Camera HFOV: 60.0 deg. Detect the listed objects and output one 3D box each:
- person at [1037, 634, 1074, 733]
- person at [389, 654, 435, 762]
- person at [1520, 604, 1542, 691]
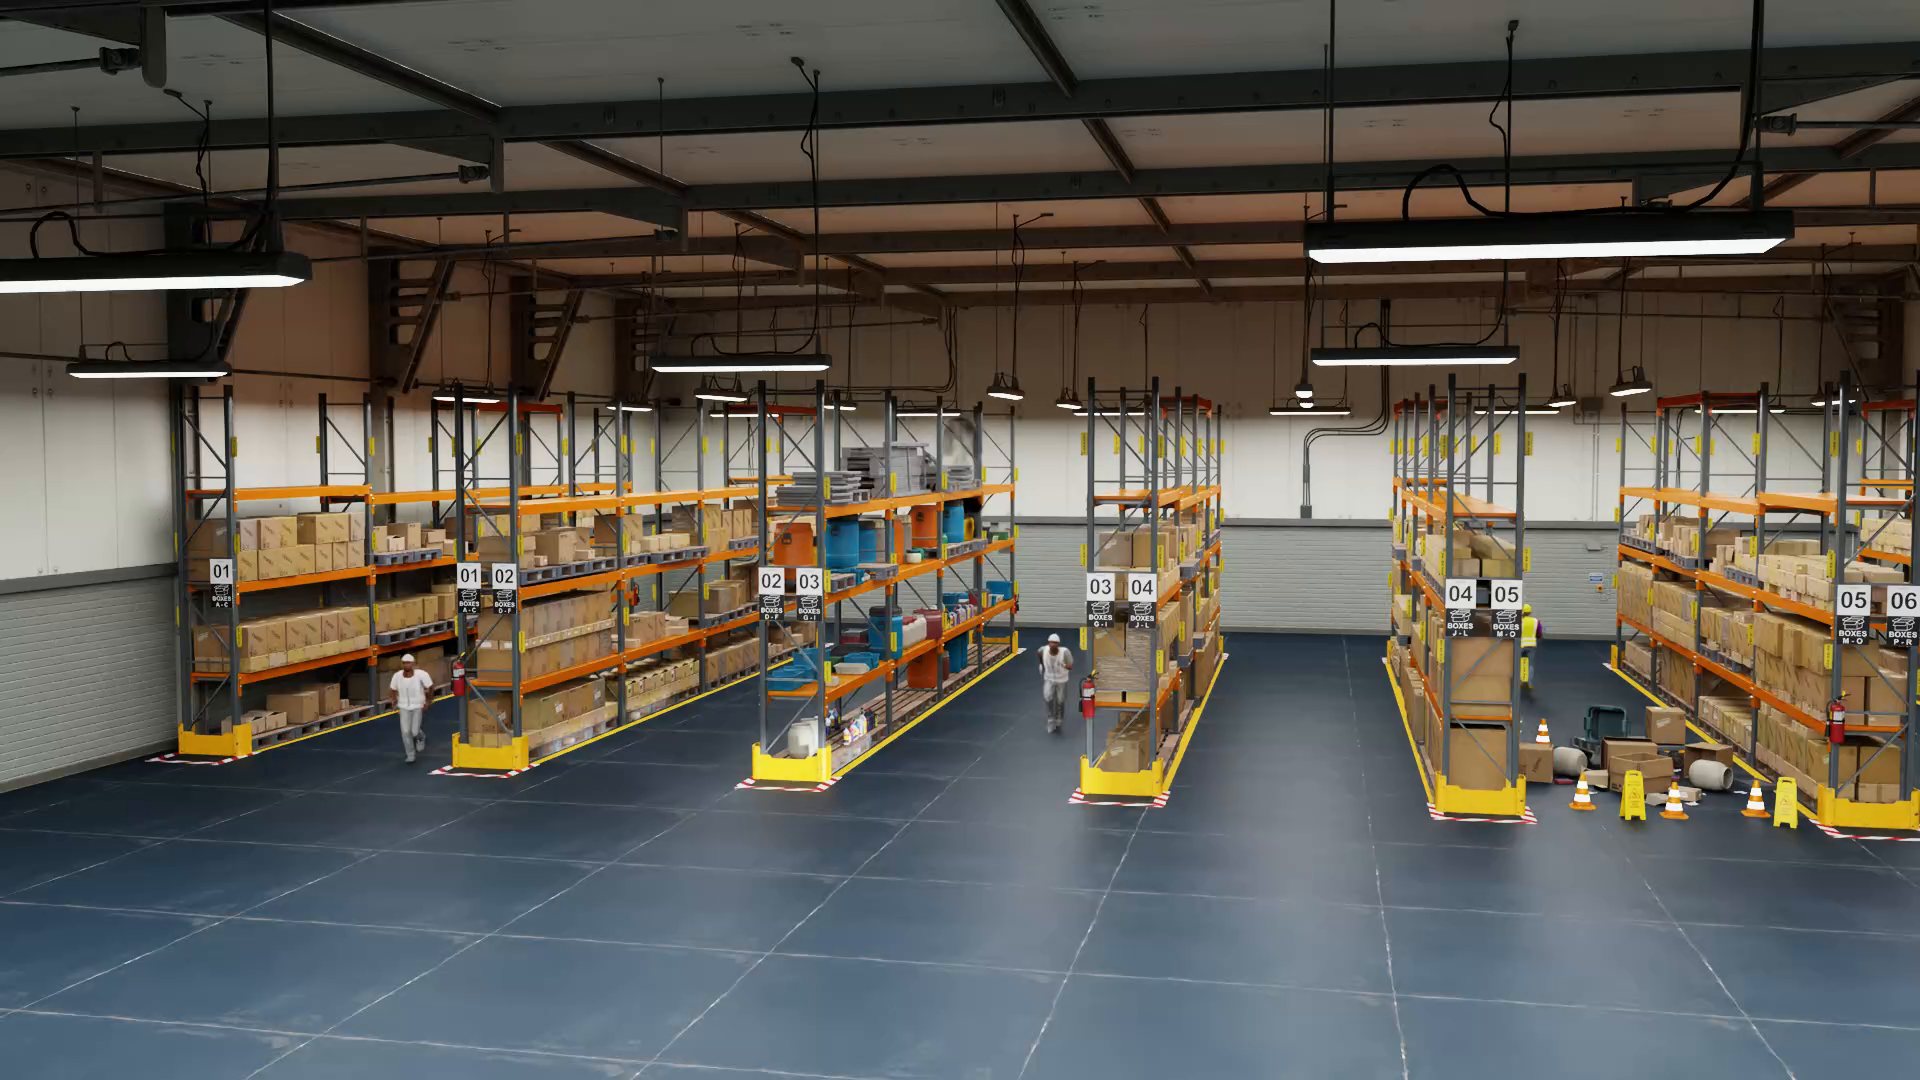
[{"bbox_3d":[1.675,2.496,29.167,0.668,1.741,0.937,0,3,8],"label":"person"},{"bbox_3d":[-8.724,2.657,26.462,0.692,1.718,0.652,0,3,-3],"label":"person"},{"bbox_3d":[11.562,2.225,33.957,0.630,1.811,0.827,1,3,13],"label":"person"}]
